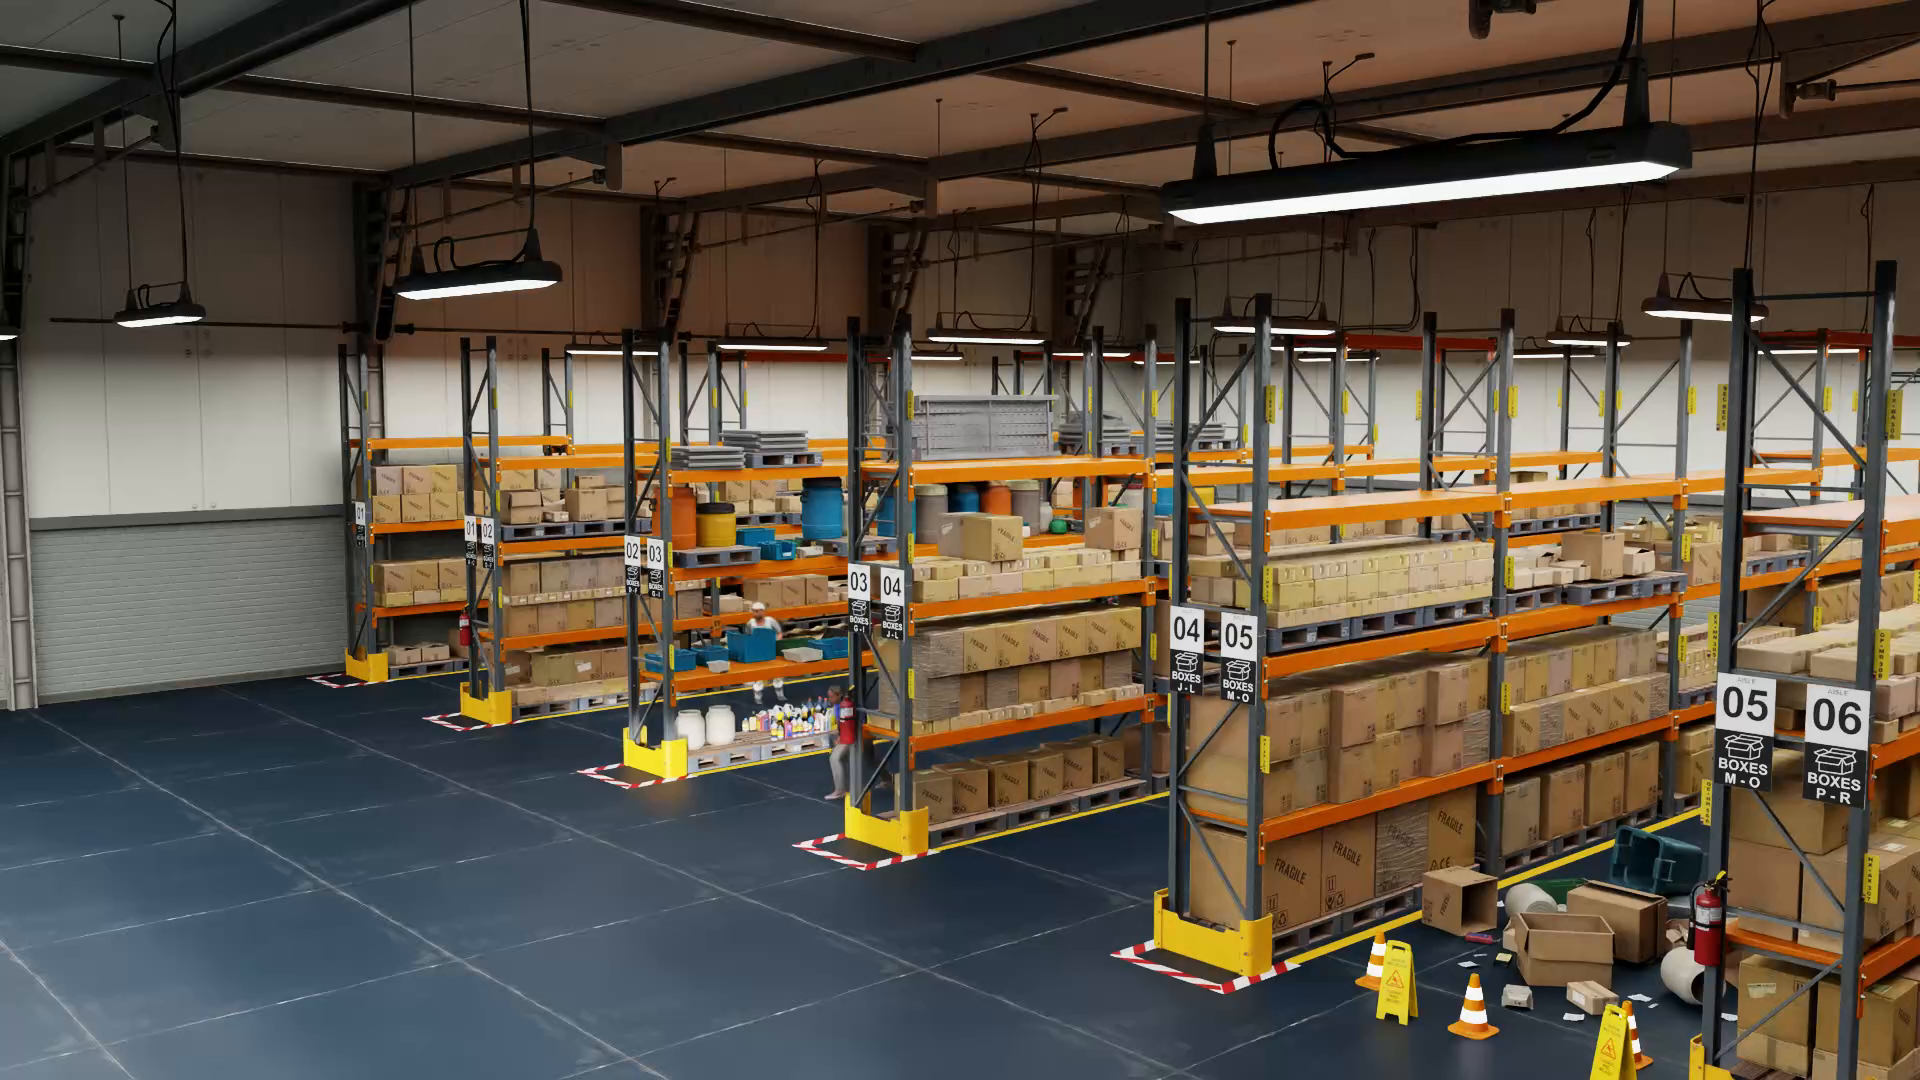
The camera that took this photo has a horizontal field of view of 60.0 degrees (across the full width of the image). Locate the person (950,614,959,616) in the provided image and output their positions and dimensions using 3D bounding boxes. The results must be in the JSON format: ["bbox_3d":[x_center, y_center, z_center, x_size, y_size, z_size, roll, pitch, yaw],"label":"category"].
[{"bbox_3d":[-0.178,1.688,29.445,0.588,1.718,0.685,4,6,38],"label":"person"}]

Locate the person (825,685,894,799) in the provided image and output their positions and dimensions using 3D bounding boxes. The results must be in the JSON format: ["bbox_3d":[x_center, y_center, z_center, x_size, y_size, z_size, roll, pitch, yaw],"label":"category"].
[{"bbox_3d":[-1.246,2.517,21.075,1.036,1.480,0.594,-3,6,-33],"label":"person"}]

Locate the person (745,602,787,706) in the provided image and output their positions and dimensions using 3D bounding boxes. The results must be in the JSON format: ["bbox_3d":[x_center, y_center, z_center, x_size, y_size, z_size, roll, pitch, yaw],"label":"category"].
[{"bbox_3d":[-3.197,1.868,27.461,0.681,1.720,0.793,-1,5,-7],"label":"person"}]
